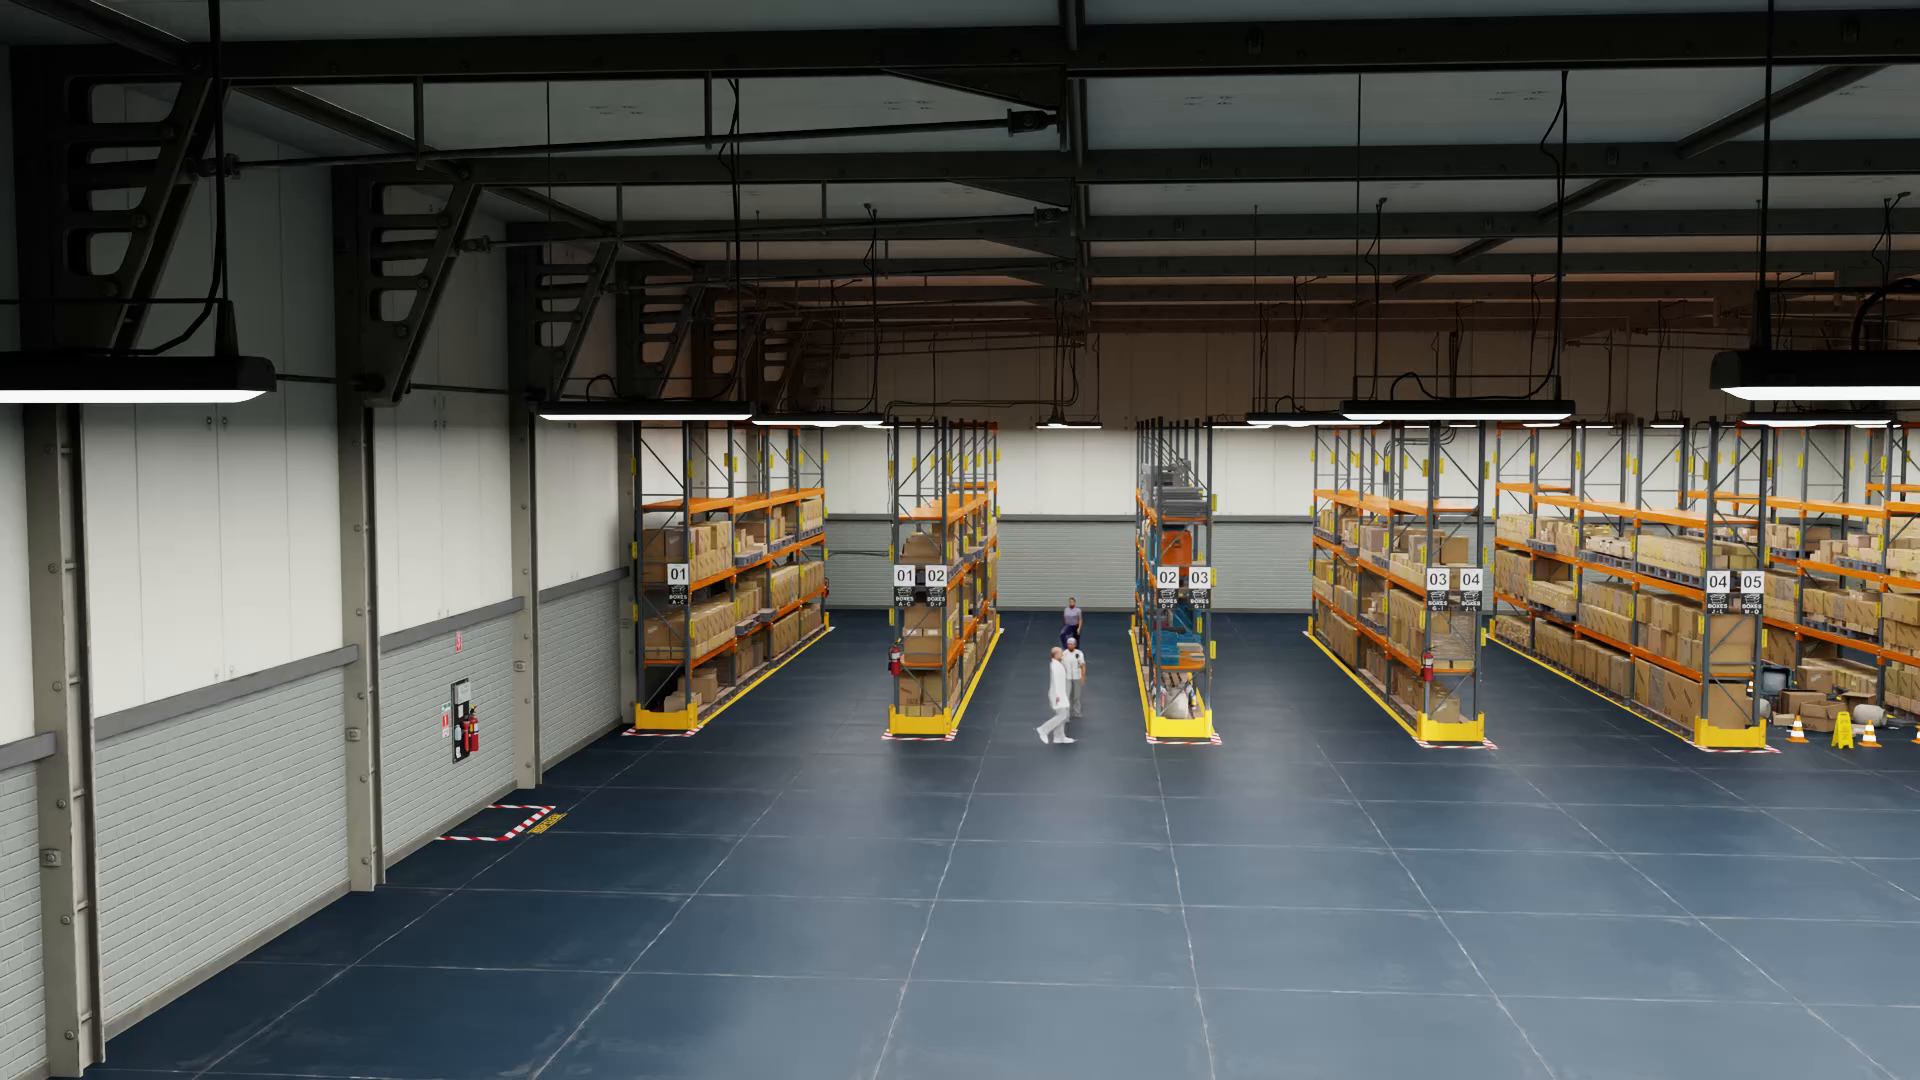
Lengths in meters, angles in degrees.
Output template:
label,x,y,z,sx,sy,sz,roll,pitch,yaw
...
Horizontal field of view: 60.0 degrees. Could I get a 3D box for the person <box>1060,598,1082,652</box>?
label,x,y,z,sx,sy,sz,roll,pitch,yaw
person,2.763,2.222,41.079,0.520,1.596,0.988,1,4,12

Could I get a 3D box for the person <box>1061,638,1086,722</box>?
label,x,y,z,sx,sy,sz,roll,pitch,yaw
person,2.235,2.743,32.926,0.506,1.617,0.939,0,4,6

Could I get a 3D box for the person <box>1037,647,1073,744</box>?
label,x,y,z,sx,sy,sz,roll,pitch,yaw
person,1.739,2.838,30.377,0.681,1.770,0.605,0,4,-2
